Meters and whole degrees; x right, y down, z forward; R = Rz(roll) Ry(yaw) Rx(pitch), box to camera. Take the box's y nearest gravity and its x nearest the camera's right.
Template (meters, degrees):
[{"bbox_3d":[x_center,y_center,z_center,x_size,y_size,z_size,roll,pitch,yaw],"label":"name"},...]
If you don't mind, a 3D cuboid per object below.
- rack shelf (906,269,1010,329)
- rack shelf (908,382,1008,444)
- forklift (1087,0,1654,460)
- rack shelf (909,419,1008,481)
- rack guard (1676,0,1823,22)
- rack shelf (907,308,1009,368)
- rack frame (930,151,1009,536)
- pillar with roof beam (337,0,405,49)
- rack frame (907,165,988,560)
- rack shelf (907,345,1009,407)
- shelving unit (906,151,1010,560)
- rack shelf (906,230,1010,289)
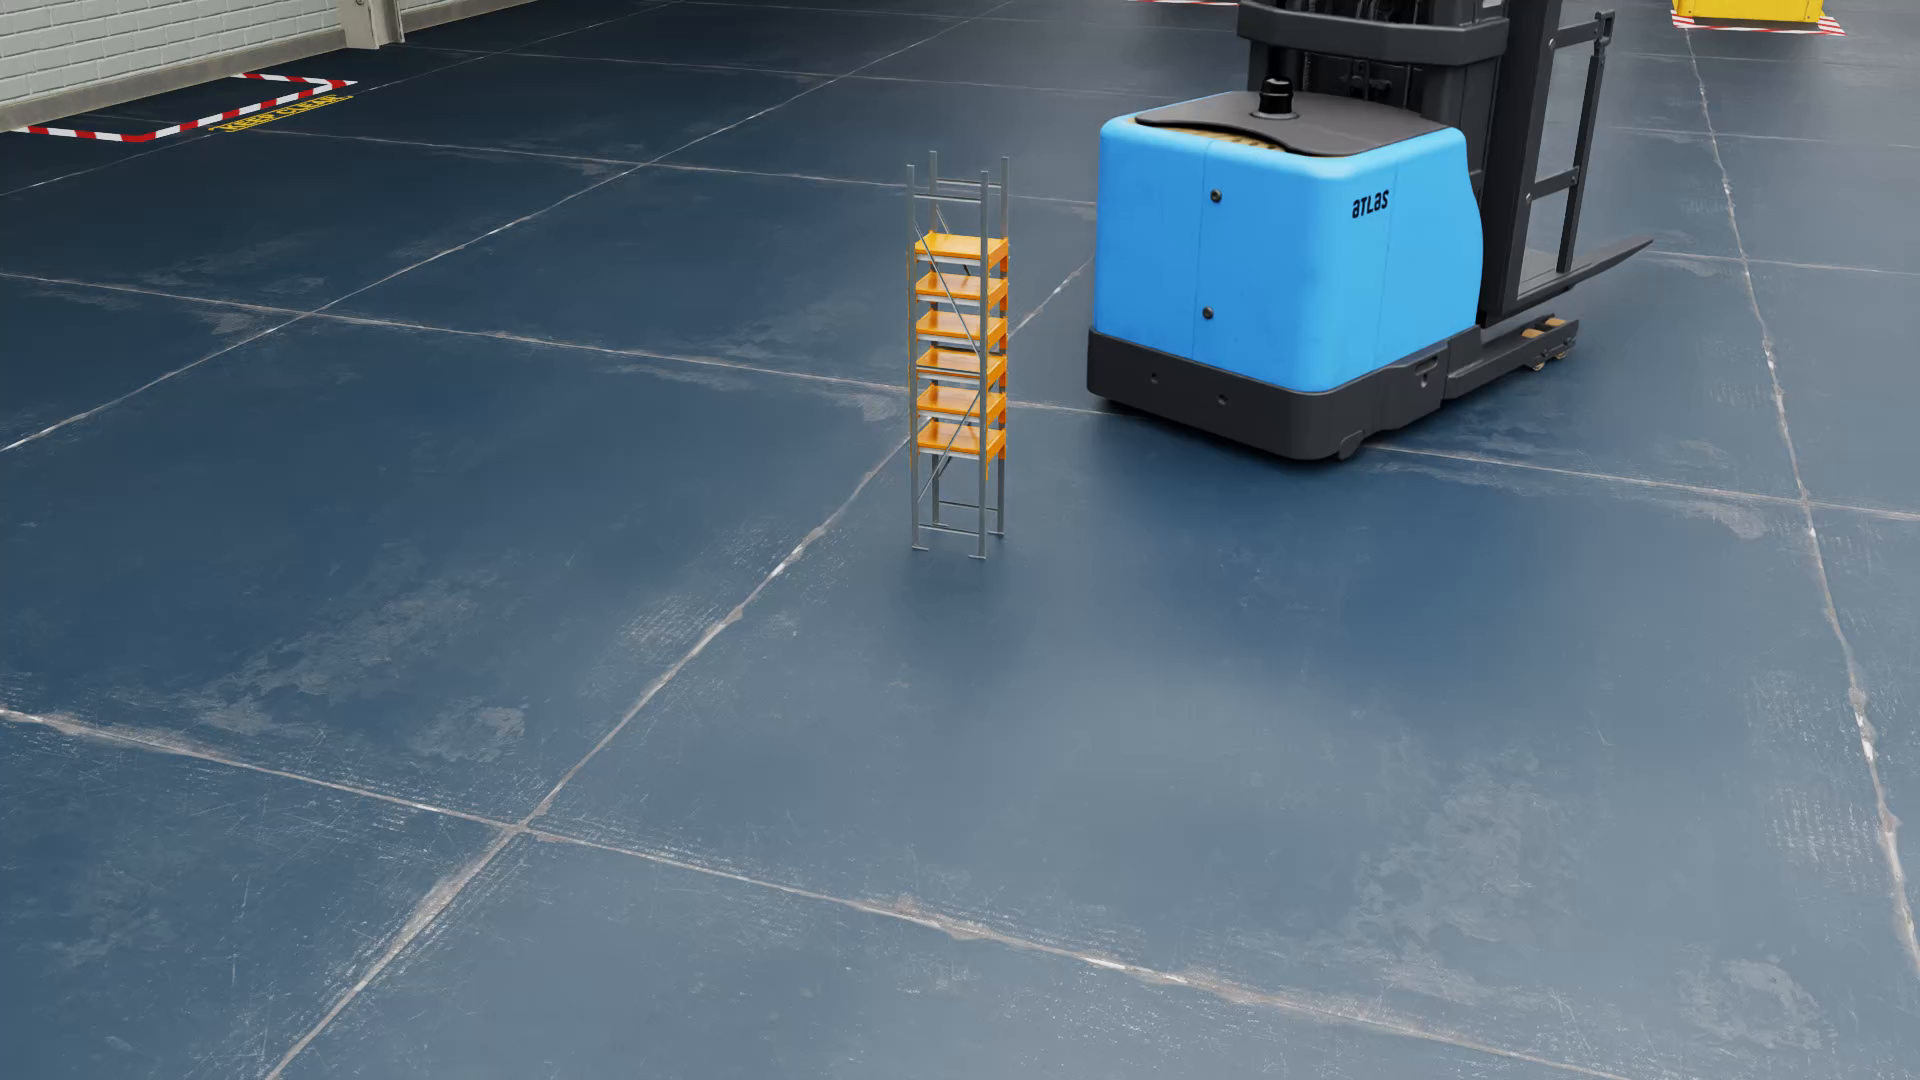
[{"bbox_3d":[-0.005,-0.710,4.891,0.258,0.103,0.180,9,27,17],"label":"rack shelf"},{"bbox_3d":[-0.005,-0.386,5.048,0.258,0.103,0.180,9,27,17],"label":"rack shelf"},{"bbox_3d":[1.871,-2.135,6.297,1.130,2.935,3.031,23,34,39],"label":"forklift"},{"bbox_3d":[-0.005,-0.278,5.100,0.258,0.103,0.180,9,27,17],"label":"rack shelf"},{"bbox_3d":[7.096,-4.949,14.898,1.175,0.500,0.348,9,27,17],"label":"rack guard"},{"bbox_3d":[-0.005,-0.602,4.943,0.258,0.103,0.180,9,27,17],"label":"rack shelf"},{"bbox_3d":[0.026,-0.572,5.054,0.240,1.200,0.006,9,27,17],"label":"rack frame"},{"bbox_3d":[-0.747,-7.496,10.406,9.100,9.000,0.400,9,27,17],"label":"pillar with roof beam"},{"bbox_3d":[-0.035,-0.496,4.899,0.240,1.200,0.006,9,27,17],"label":"rack frame"},{"bbox_3d":[-0.005,-0.494,4.996,0.258,0.103,0.180,9,27,17],"label":"rack shelf"},{"bbox_3d":[-0.005,-0.534,4.976,0.258,1.200,0.189,9,27,17],"label":"shelving unit"},{"bbox_3d":[-0.005,-0.818,4.839,0.258,0.103,0.180,9,27,17],"label":"rack shelf"}]
